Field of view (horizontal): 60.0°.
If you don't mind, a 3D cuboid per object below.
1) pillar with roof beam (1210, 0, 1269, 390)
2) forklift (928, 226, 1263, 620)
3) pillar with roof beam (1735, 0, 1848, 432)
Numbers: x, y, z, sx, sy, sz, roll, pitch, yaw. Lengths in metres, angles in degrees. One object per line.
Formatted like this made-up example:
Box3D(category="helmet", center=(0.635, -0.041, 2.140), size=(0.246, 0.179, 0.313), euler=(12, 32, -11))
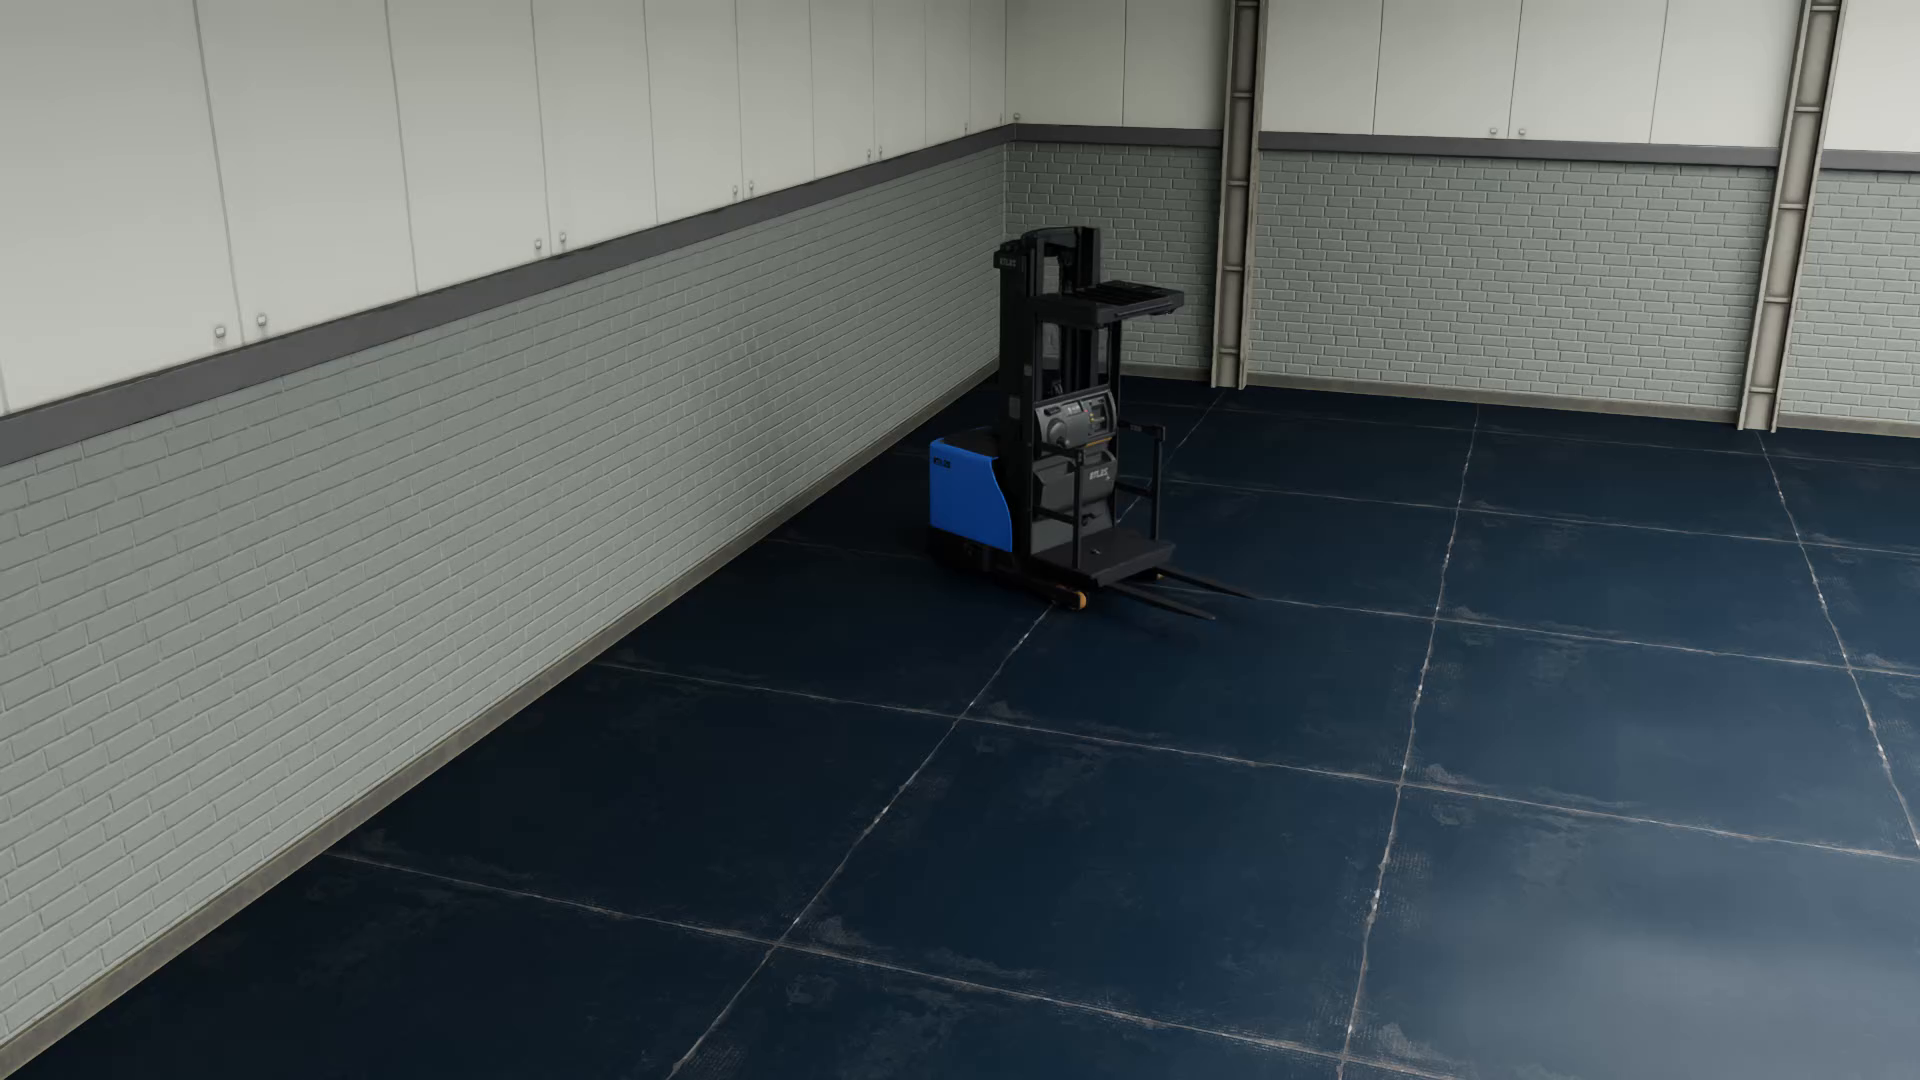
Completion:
Box3D(category="pillar with roof beam", center=(1.931, -4.833, 15.384), size=(0.400, 9.000, 9.100), euler=(7, 20, 18))
Box3D(category="forklift", center=(1.109, -0.997, 13.598), size=(1.130, 2.935, 3.031), euler=(-18, 26, -41))
Box3D(category="pillar with roof beam", center=(7.599, -4.185, 13.524), size=(0.400, 9.000, 9.100), euler=(7, 20, 18))
